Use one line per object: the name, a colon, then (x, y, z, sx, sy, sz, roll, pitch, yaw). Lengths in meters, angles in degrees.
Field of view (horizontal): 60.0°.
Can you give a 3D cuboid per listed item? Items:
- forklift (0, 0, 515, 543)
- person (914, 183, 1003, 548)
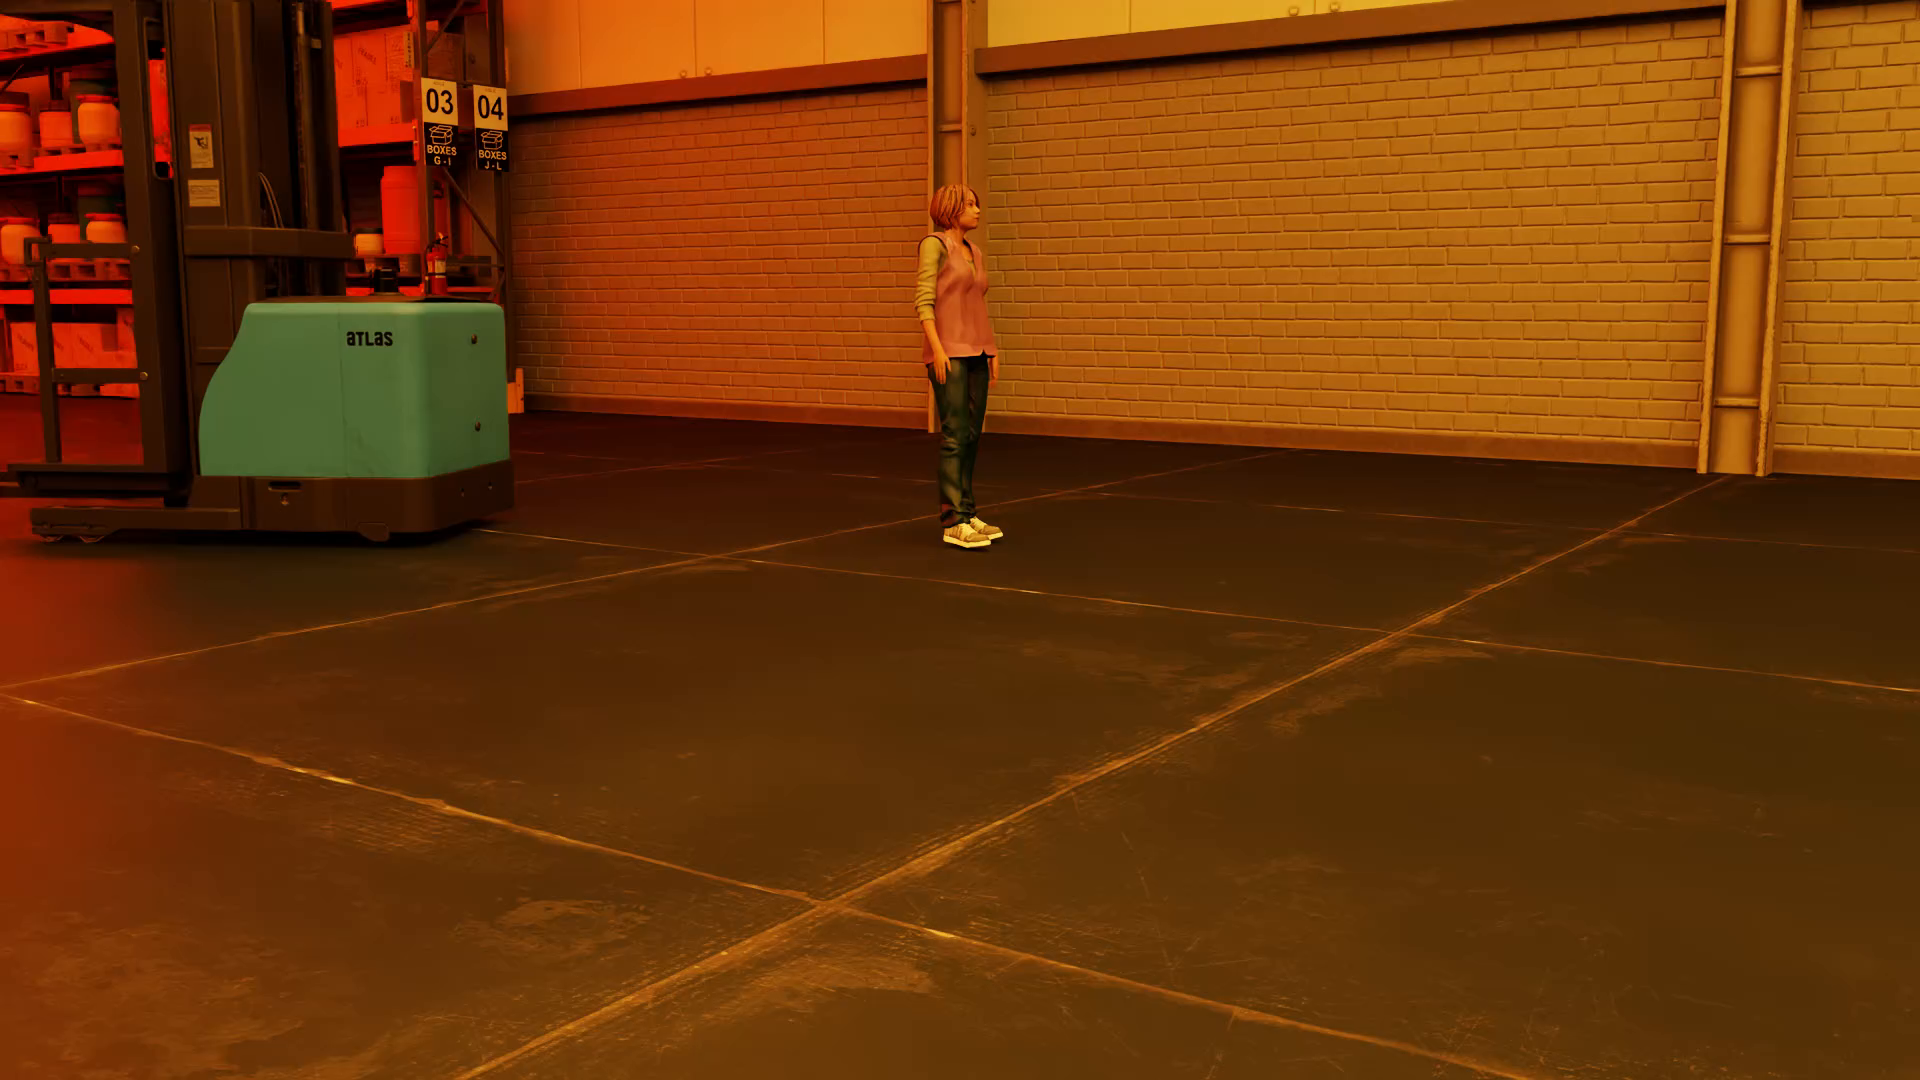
forklift: (-3.765, -1.510, 7.811, 3.031, 2.935, 1.130, 1, 8, 8)
person: (0.054, -0.790, 7.438, 0.473, 1.599, 0.521, 5, 10, 34)
